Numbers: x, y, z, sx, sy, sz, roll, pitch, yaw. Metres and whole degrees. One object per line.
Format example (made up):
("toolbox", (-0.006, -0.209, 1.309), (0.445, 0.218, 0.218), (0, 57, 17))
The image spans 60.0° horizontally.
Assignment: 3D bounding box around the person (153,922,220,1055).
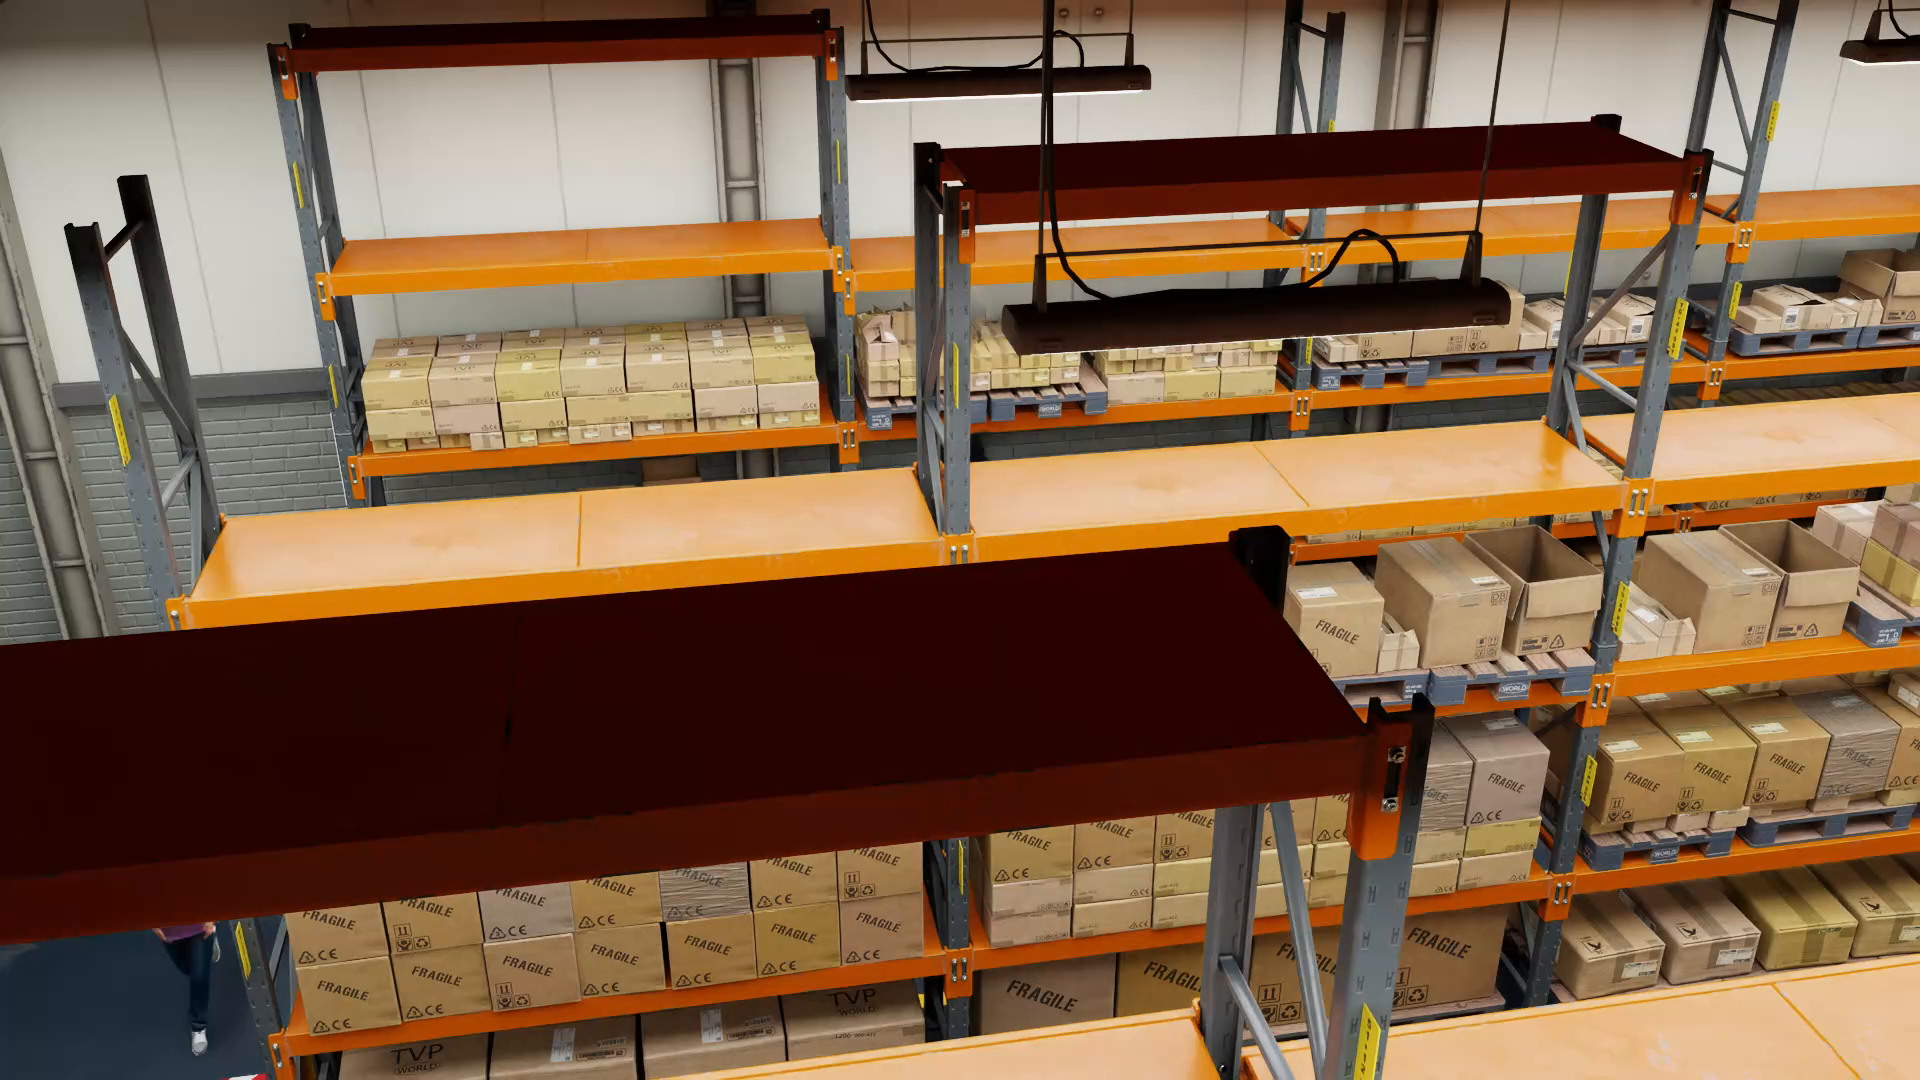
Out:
("person", (-5.181, 2.583, 11.209), (0.543, 1.583, 0.856), (-6, 26, -11))
